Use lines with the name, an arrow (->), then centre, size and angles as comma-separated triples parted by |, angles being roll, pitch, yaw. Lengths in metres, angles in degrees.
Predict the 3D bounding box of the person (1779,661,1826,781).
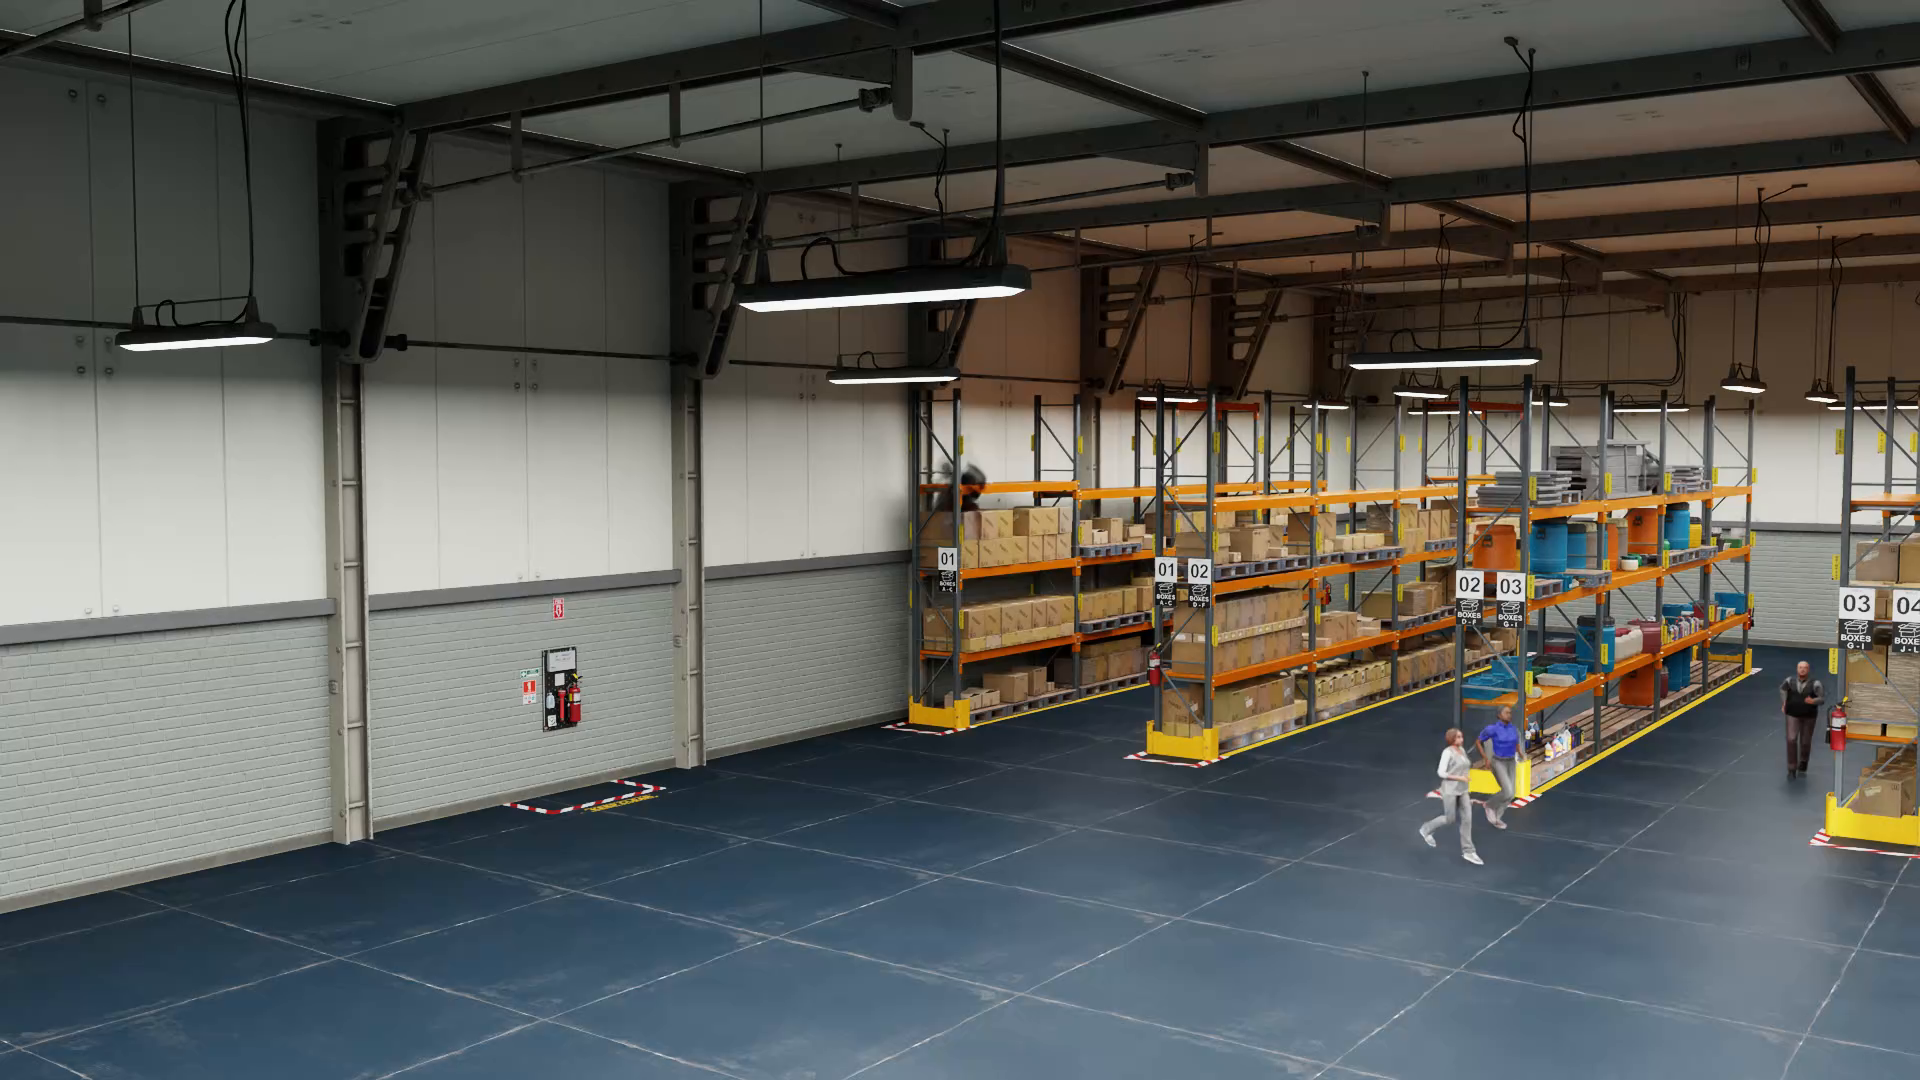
person -> 12.690, 2.711, 25.072 | 0.647, 1.774, 0.845 | 2, 4, 29

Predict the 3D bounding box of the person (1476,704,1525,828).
person -> 7.098, 2.957, 21.646 | 0.567, 1.620, 0.583 | -2, 4, -25

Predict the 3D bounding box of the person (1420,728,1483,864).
person -> 5.944, 3.052, 20.053 | 0.540, 1.593, 0.872 | -2, 4, -36
